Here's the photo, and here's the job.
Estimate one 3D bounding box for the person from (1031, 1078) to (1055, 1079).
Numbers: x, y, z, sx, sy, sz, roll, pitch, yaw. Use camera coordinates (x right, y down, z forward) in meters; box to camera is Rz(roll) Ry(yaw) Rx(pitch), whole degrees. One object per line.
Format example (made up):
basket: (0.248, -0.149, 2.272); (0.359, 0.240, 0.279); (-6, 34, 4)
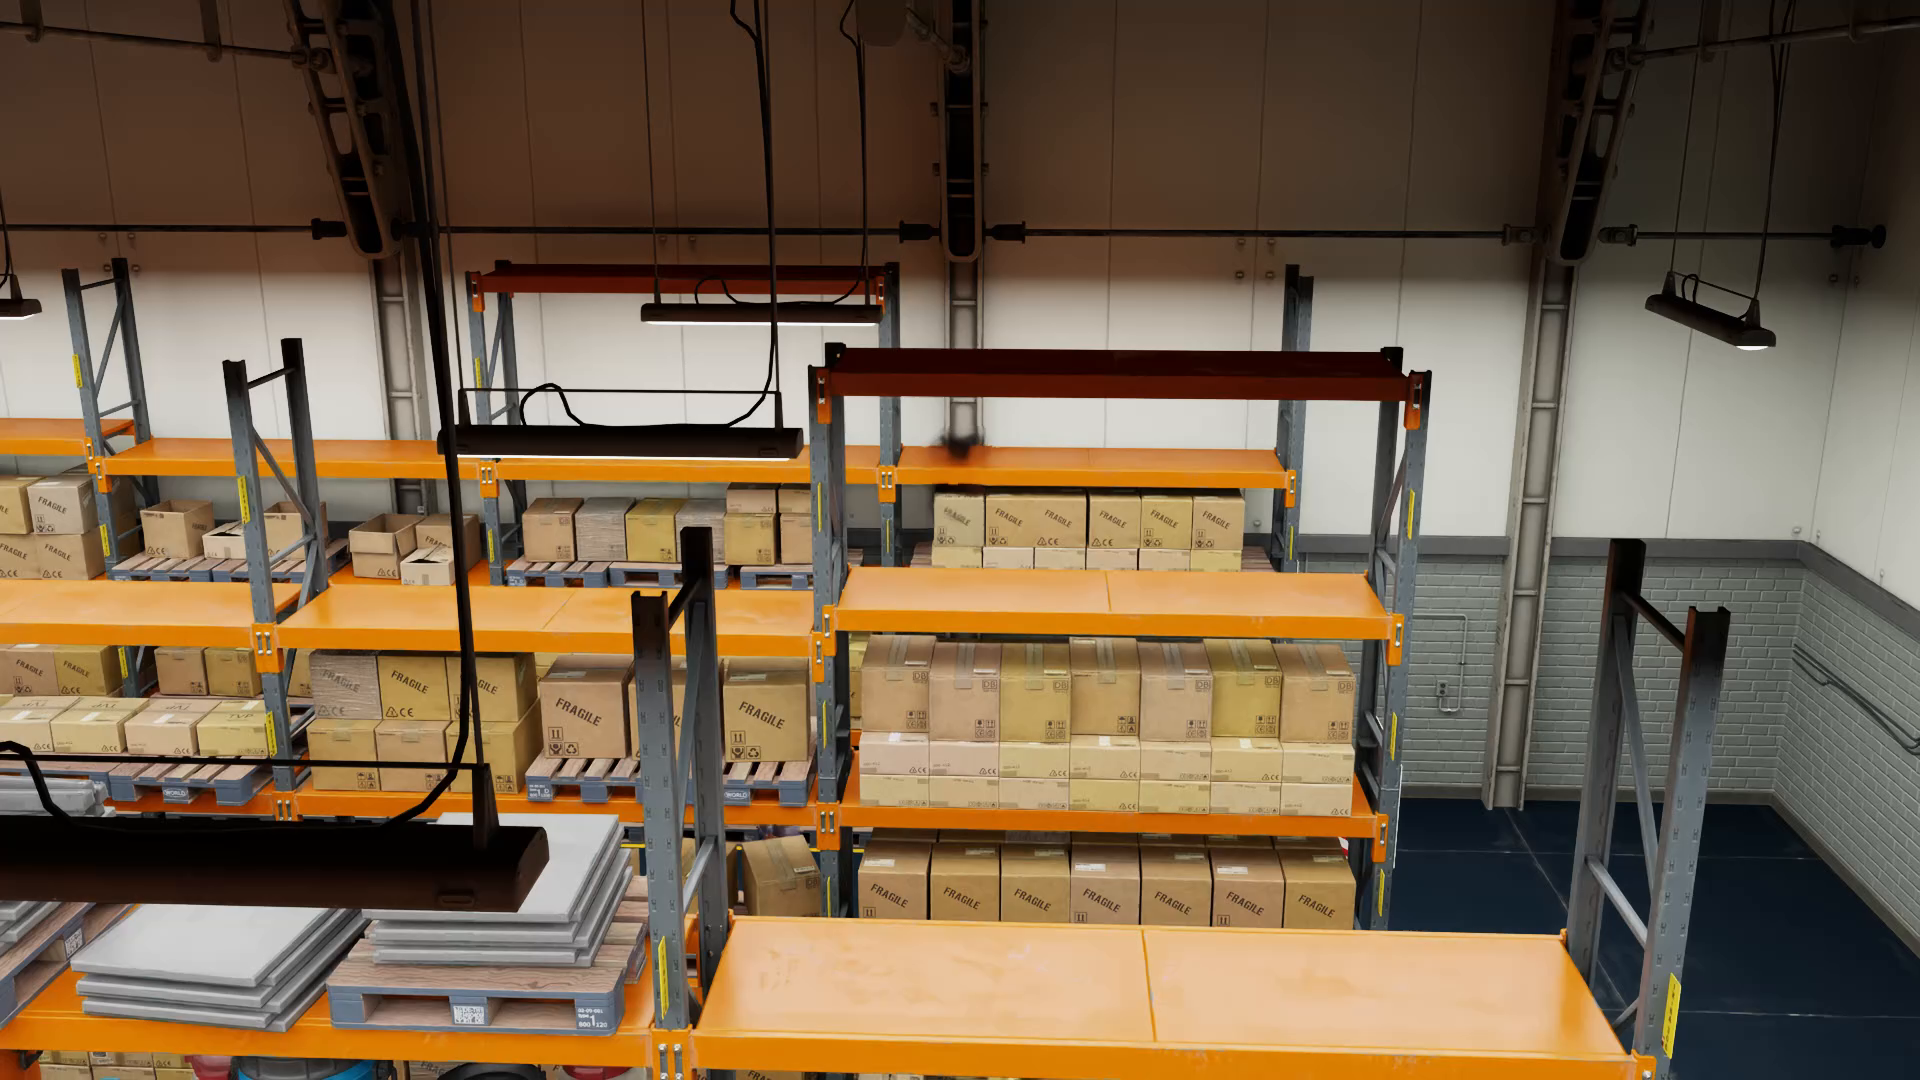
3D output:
person: (0.611, 4.208, 11.304); (0.556, 1.583, 0.397); (-12, 20, -36)

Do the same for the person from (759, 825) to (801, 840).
person: (-1.674, 2.946, 15.549); (0.500, 1.612, 0.472); (-15, 22, -42)
